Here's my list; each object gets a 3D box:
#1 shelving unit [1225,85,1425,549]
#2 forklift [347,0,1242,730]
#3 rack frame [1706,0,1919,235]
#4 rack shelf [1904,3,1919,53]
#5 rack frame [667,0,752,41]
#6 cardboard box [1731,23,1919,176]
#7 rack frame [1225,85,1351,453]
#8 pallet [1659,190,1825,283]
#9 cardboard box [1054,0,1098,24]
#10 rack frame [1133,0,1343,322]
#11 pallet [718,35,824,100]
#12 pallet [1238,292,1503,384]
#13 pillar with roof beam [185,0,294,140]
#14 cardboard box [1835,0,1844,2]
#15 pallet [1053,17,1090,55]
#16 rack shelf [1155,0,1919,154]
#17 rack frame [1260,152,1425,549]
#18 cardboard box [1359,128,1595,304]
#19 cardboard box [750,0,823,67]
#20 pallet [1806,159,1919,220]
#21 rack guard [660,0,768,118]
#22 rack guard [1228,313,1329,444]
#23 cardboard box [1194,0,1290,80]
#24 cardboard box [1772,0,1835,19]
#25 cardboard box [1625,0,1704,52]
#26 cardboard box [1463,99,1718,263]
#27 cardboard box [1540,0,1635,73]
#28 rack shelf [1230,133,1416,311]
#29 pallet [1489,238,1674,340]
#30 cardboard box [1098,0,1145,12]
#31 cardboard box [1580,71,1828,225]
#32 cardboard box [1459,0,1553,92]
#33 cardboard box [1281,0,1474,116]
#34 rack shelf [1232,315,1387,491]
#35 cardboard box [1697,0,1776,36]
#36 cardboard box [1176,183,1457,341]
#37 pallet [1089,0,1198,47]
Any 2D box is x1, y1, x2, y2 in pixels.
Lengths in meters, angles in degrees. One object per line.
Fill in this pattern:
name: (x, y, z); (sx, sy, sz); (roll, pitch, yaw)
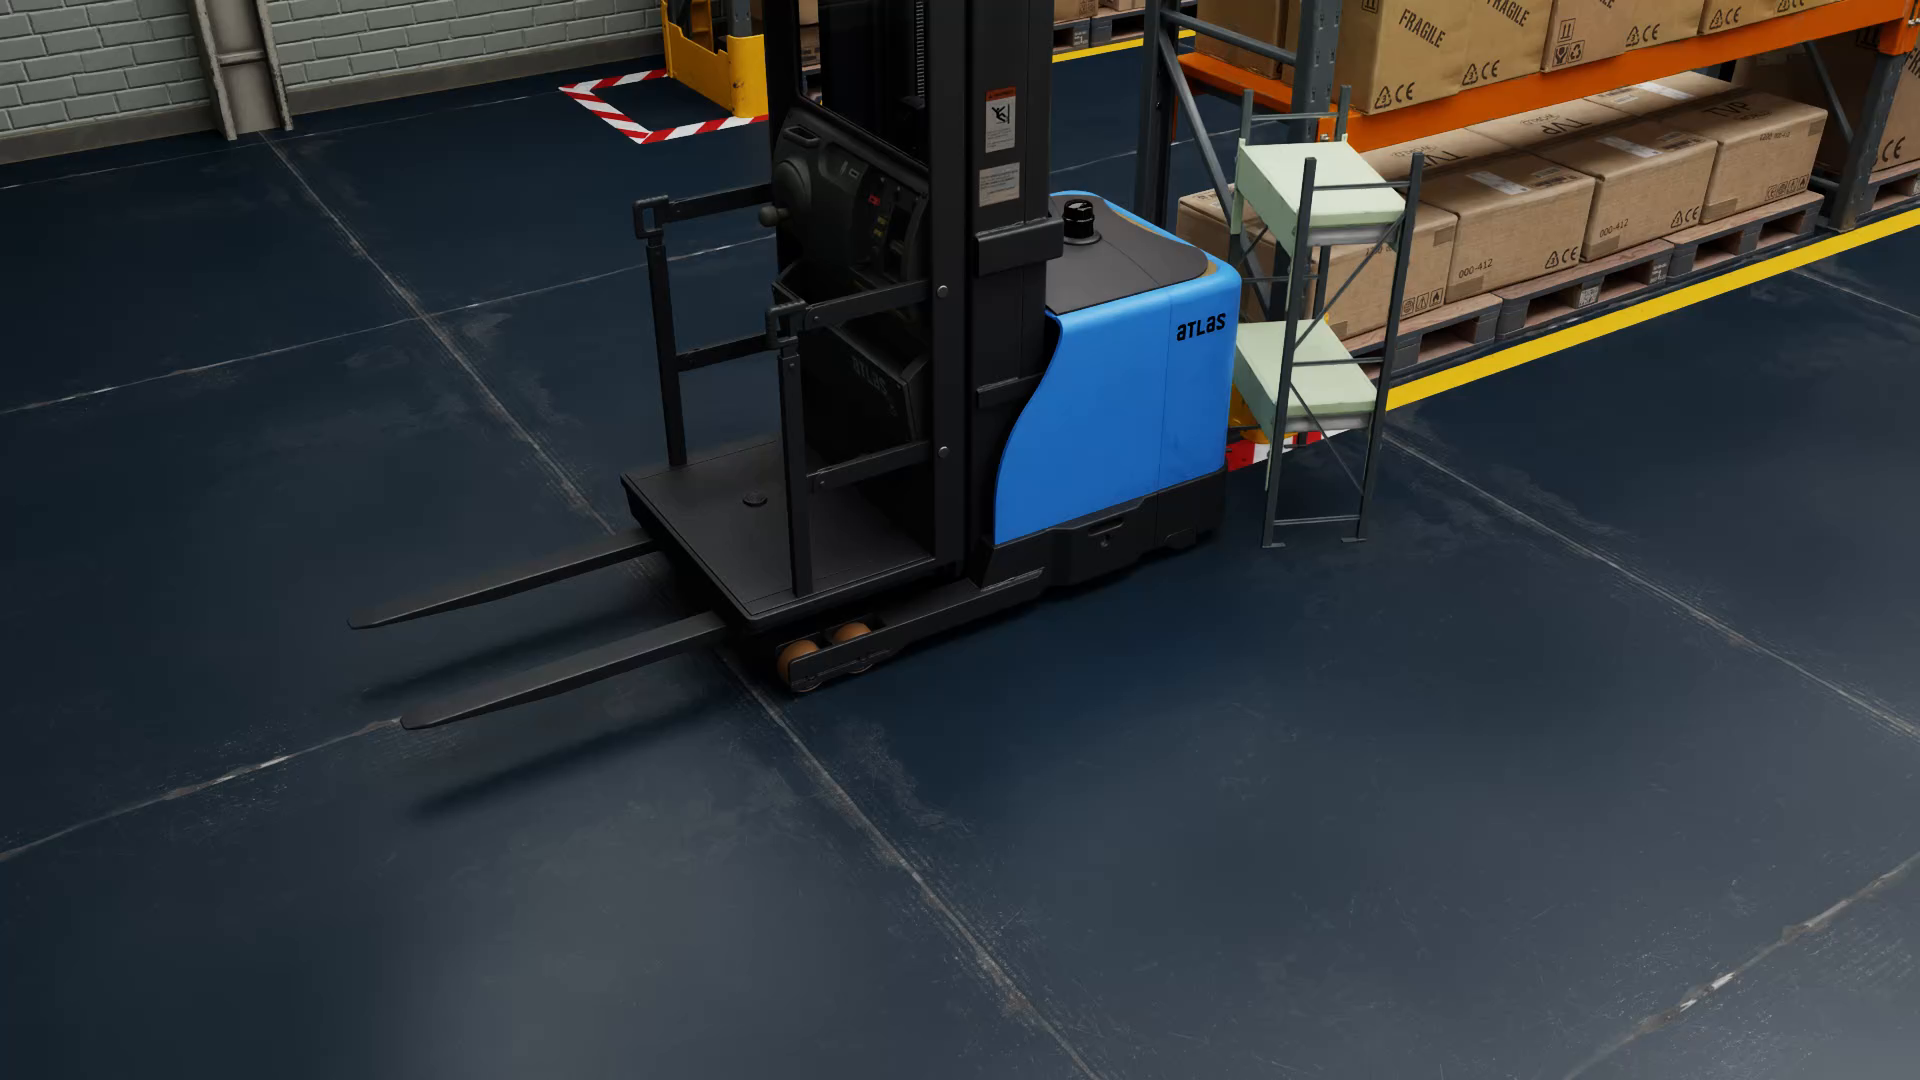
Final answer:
shelving unit: (1.274, -0.814, 6.134); (0.431, 1.500, 0.755); (-4, 32, -6)
forklift: (-0.536, -1.064, 5.189); (3.031, 2.935, 1.130); (-18, 37, -26)
rack frame: (4.446, -3.126, 8.394); (0.127, 3.000, 1.000); (-19, 37, -27)
rack shelf: (6.127, -3.400, 9.502); (4.000, 0.370, 1.077); (-19, 37, -27)
rack frame: (-1.609, -4.194, 10.087); (0.127, 3.000, 1.000); (-19, 37, -27)
cardboard box: (4.924, -2.620, 9.189); (0.875, 0.875, 0.875); (-18, 36, -26)
rack frame: (1.226, -1.008, 6.441); (0.400, 1.500, 0.023); (-4, 32, -6)
pallet: (3.764, -1.762, 8.845); (1.213, 0.211, 1.003); (-19, 37, -27)
cardboard box: (0.569, -3.979, 11.695); (0.500, 0.500, 0.700); (-20, 38, -29)
rack frame: (1.084, -1.969, 6.561); (0.127, 3.000, 1.000); (-19, 37, -27)
pallet: (-0.875, -3.268, 11.232); (1.213, 0.211, 1.003); (-19, 37, -27)
pallet: (1.713, -1.056, 7.727); (1.213, 0.211, 1.003); (-19, 37, -27)
pillar with roof beam: (-2.031, -4.426, 4.832); (0.400, 9.000, 9.100); (-19, 37, -27)
cardboard box: (4.194, -2.919, 7.973); (0.500, 0.500, 0.500); (-19, 37, -27)
pallet: (0.149, -3.618, 11.788); (1.213, 0.211, 1.003); (-19, 37, -27)
rack shelf: (2.765, -2.243, 7.669); (4.000, 0.370, 1.077); (-19, 37, -27)
rack frame: (1.323, -0.620, 5.828); (0.400, 1.500, 0.023); (-4, 32, -6)
cardboard box: (2.349, -1.567, 7.931); (0.875, 0.438, 0.875); (-18, 36, -26)
cardboard box: (-1.043, -3.450, 10.854); (0.637, 0.503, 0.797); (-21, 38, -29)
pallet: (5.054, -2.203, 9.545); (1.213, 0.211, 1.003); (-19, 37, -27)
rack guard: (-1.545, -3.159, 10.789); (0.348, 0.500, 1.175); (-19, 37, -27)
rack guard: (1.064, -0.905, 7.217); (0.348, 0.500, 1.175); (-19, 37, -27)
cardboard box: (1.346, -2.270, 6.943); (0.500, 0.500, 0.500); (-19, 37, -27)
cardboard box: (3.765, -2.768, 7.733); (0.500, 0.500, 0.500); (-20, 37, -28)
cardboard box: (2.902, -2.472, 7.263); (0.500, 0.500, 0.500); (-18, 36, -26)
cardboard box: (3.108, -1.827, 8.343); (0.875, 0.438, 0.875); (-20, 37, -29)
cardboard box: (2.490, -2.319, 7.022); (0.500, 0.500, 0.500); (-19, 37, -28)
rack shelf: (1.274, -1.144, 5.926); (0.431, 0.370, 0.720); (-4, 32, -6)
pallet: (2.738, -1.407, 8.282); (1.213, 0.211, 1.003); (-19, 37, -27)
cardboard box: (1.144, -3.976, 11.910); (0.258, 0.266, 0.396); (-18, 36, -26)
cardboard box: (3.860, -2.086, 8.754); (0.875, 0.438, 0.875); (-20, 37, -28)
cardboard box: (2.053, -2.180, 6.801); (0.500, 0.500, 0.500); (-20, 37, -28)
cardboard box: (1.643, -2.022, 6.550); (0.500, 0.500, 0.500); (-19, 37, -28)
rack shelf: (1.274, -0.538, 6.308); (0.431, 0.370, 0.720); (-4, 32, -6)
cardboard box: (3.350, -2.616, 7.492); (0.500, 0.500, 0.500); (-20, 37, -28)
cardboard box: (1.584, -1.299, 7.506); (0.875, 0.438, 0.875); (-20, 38, -29)
pallet: (1.176, -3.973, 12.351); (1.213, 0.211, 1.003); (-19, 37, -27)
